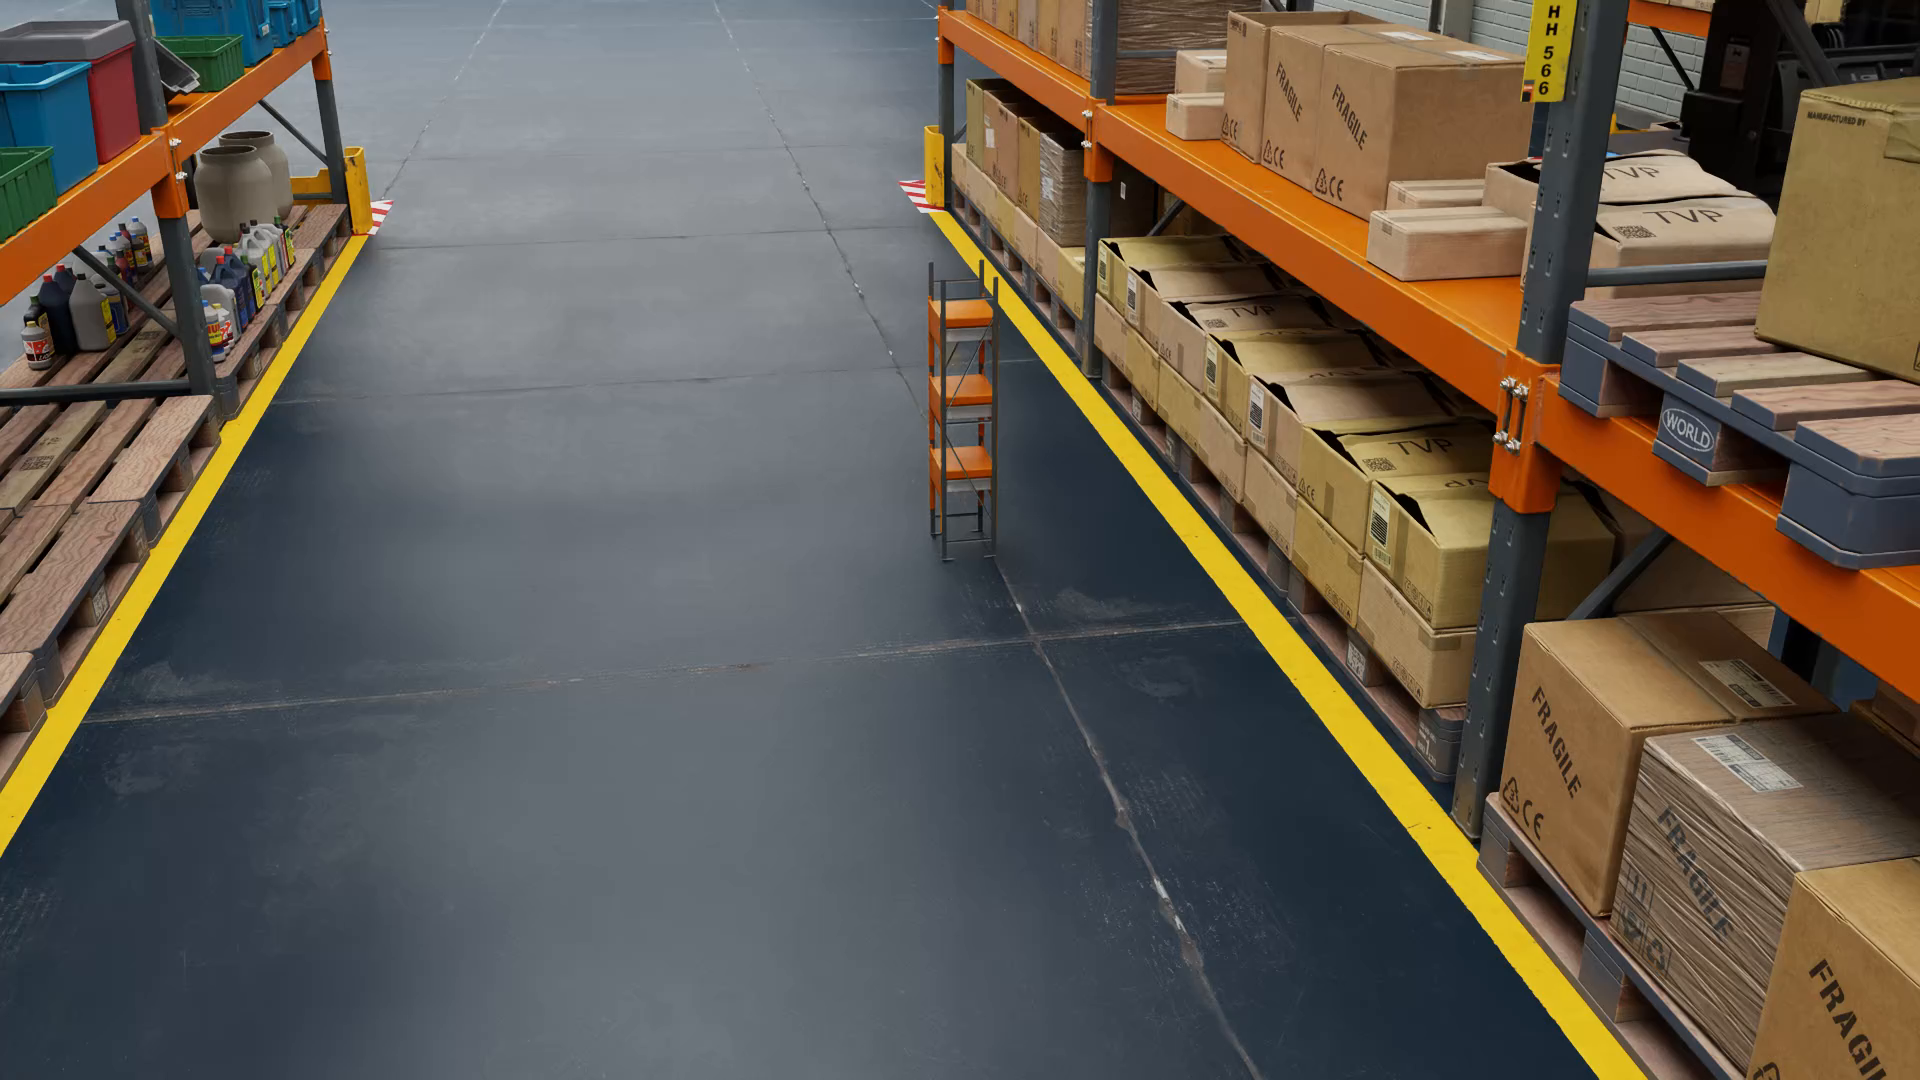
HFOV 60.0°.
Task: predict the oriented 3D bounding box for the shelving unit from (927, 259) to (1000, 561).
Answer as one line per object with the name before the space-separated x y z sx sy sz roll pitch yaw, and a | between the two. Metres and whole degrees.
shelving unit | 0.010 -0.460 5.992 0.215 1.050 0.252 -4 24 -10

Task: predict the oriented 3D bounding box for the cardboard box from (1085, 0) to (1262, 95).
cardboard box | 1.006 -2.425 7.931 0.700 0.500 0.500 -5 24 -11

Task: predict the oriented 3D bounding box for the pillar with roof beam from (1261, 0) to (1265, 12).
pillar with roof beam | -0.248 -11.086 20.391 9.100 9.000 0.400 -4 24 -10

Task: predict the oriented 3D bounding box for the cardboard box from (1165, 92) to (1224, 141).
cardboard box | 1.057 -1.727 6.770 0.380 0.149 0.250 -4 24 -10

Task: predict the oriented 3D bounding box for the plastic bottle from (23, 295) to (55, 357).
plastic bottle | -4.187 -0.962 7.549 0.061 0.283 0.133 -3 24 -7

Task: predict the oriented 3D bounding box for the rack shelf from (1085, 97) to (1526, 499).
rack shelf | 1.464 -1.089 5.895 1.077 0.370 4.000 -4 24 -10

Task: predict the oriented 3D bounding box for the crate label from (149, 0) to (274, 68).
crate label | -3.908 -2.726 8.700 0.502 0.435 0.616 -4 24 -10

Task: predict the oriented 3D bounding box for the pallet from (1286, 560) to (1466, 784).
pallet | 1.720 0.319 5.256 1.003 0.211 1.213 -4 24 -10

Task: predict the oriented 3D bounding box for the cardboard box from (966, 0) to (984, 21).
cardboard box | 0.429 -3.640 10.712 0.700 0.500 0.500 -4 24 -10

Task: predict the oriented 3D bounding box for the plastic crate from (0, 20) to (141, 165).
plastic crate | -3.384 -1.702 6.319 0.402 0.464 0.583 -4 24 -10

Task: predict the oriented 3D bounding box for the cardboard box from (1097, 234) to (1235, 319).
cardboard box | 0.926 -1.214 7.492 0.500 0.311 0.500 -4 24 -10

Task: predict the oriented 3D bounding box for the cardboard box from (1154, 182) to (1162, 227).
cardboard box | 1.216 -1.883 8.788 0.500 0.500 0.500 -4 24 -10

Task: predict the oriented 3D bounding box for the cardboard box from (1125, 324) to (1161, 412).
cardboard box | 1.019 -0.760 7.153 0.500 0.250 0.500 -4 24 -8

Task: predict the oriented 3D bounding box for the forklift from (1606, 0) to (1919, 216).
forklift | 3.808 -1.781 6.665 1.130 2.935 3.031 -8 25 -19

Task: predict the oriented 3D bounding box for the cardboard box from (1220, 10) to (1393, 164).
cardboard box | 1.318 -1.741 6.363 0.500 0.500 0.500 -3 24 -6

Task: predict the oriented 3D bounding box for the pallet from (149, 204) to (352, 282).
pallet | -4.309 -1.790 10.084 1.003 0.211 1.213 -4 24 -10

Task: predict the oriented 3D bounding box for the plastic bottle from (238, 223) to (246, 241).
plastic bottle | -3.828 -1.571 8.944 0.061 0.283 0.133 -4 24 -10

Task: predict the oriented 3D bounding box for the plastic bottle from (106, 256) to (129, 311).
plastic bottle | -4.176 -1.249 8.207 0.061 0.283 0.133 -4 24 -10

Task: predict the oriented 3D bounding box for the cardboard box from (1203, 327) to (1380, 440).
cardboard box | 1.212 -0.609 6.108 0.500 0.311 0.500 -4 24 -8

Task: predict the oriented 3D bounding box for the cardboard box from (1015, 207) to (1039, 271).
cardboard box | 0.604 -1.697 9.299 0.500 0.250 0.500 -4 24 -10

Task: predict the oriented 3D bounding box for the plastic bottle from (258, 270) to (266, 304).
plastic bottle | -3.580 -1.295 8.415 0.097 0.201 0.097 0 24 0

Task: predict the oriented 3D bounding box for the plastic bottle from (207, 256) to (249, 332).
plastic bottle | -3.516 -1.176 7.956 0.144 0.351 0.185 -4 24 -8

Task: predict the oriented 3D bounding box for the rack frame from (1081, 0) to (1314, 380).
rack frame | 1.094 -2.206 7.552 1.000 3.000 0.127 -4 24 -10

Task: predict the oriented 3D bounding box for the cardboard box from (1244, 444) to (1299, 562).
cardboard box | 1.308 -0.154 5.766 0.500 0.250 0.500 -4 24 -9

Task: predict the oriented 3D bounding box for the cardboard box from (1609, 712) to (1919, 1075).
cardboard box | 1.740 0.717 3.433 0.500 0.500 0.500 -5 24 -12

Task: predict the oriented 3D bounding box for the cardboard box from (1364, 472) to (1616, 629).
cardboard box | 1.495 -0.009 4.734 0.500 0.311 0.500 -4 24 -8

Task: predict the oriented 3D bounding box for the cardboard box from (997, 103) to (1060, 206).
cardboard box | 0.510 -2.237 9.599 0.500 0.500 0.500 -4 24 -10

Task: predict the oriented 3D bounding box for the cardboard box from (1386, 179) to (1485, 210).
cardboard box | 1.543 -1.015 5.139 0.380 0.149 0.250 -3 24 -6

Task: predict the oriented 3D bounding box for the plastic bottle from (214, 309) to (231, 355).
plastic bottle | -3.421 -0.957 7.641 0.097 0.201 0.097 0 24 0

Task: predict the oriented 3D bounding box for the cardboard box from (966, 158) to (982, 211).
cardboard box | 0.331 -2.288 10.651 0.500 0.250 0.500 -4 24 -10

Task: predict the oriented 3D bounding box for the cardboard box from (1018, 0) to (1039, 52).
cardboard box | 0.718 -3.031 9.318 0.700 0.500 0.500 -4 24 -8

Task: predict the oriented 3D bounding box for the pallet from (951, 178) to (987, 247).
pallet | 0.537 -2.203 11.031 1.003 0.211 1.213 -4 24 -10

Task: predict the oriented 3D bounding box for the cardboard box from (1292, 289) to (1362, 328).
cardboard box | 1.643 -0.856 6.673 0.500 0.311 0.500 -4 24 -10

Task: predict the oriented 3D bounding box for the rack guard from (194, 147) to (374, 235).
rack guard | -4.453 -2.242 10.759 1.175 0.500 0.348 -4 24 -10

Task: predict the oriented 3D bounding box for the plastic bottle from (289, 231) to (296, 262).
plastic bottle | -3.743 -1.643 9.211 0.097 0.201 0.097 0 24 0

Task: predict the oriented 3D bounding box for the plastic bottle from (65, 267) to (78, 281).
plastic bottle | -4.283 -1.166 8.016 0.061 0.283 0.133 -3 24 -6

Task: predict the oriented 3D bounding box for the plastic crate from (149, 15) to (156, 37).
plastic crate | -4.665 -2.917 9.511 0.298 0.136 0.250 -4 24 -10

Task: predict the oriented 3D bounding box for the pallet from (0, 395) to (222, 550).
pallet | -3.591 -0.257 6.574 1.003 0.211 1.213 -4 24 -10

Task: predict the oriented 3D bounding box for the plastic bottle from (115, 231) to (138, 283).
plastic bottle | -4.421 -1.494 8.782 0.097 0.271 0.097 0 24 0

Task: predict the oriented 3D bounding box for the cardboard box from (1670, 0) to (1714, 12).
cardboard box | 5.111 -3.669 11.065 0.500 0.250 0.500 -5 24 -11

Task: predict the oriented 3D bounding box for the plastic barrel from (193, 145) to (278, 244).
plastic barrel | -4.224 -2.016 9.701 0.421 0.512 0.421 0 24 0

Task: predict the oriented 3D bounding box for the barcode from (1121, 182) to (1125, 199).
barcode | 0.733 -1.570 7.472 0.001 0.075 0.075 -4 24 -10

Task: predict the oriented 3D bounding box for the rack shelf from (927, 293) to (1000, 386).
rack shelf | 0.010 -0.710 5.882 0.215 0.259 0.240 -4 24 -10

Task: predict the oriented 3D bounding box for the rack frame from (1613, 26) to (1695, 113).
rack frame | 5.222 -4.147 11.998 1.000 3.000 0.127 -4 24 -10

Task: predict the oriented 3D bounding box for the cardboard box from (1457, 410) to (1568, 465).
cardboard box | 1.921 -0.255 5.297 0.500 0.311 0.500 -5 24 -11

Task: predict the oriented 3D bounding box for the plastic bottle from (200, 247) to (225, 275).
plastic bottle | -3.770 -1.363 8.476 0.152 0.276 0.135 -4 24 -10

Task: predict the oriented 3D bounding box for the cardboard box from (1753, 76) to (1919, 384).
cardboard box | 2.061 -0.631 3.298 0.700 0.500 0.500 -13 27 -27

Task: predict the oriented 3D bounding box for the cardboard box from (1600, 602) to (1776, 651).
cardboard box | 2.026 0.208 4.938 0.500 0.250 0.500 -4 24 -10

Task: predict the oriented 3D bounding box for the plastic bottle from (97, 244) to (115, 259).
plastic bottle | -4.365 -1.375 8.510 0.097 0.271 0.097 0 24 0

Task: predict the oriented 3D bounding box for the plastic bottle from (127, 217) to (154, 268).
plastic bottle | -4.485 -1.629 9.091 0.097 0.271 0.097 0 24 0

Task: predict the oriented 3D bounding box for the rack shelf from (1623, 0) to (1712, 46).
rack shelf | 5.592 -3.031 10.340 1.077 0.370 4.000 -4 24 -10

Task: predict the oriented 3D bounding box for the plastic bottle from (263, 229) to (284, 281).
plastic bottle | -3.698 -1.522 8.839 0.152 0.276 0.135 -5 24 -11
